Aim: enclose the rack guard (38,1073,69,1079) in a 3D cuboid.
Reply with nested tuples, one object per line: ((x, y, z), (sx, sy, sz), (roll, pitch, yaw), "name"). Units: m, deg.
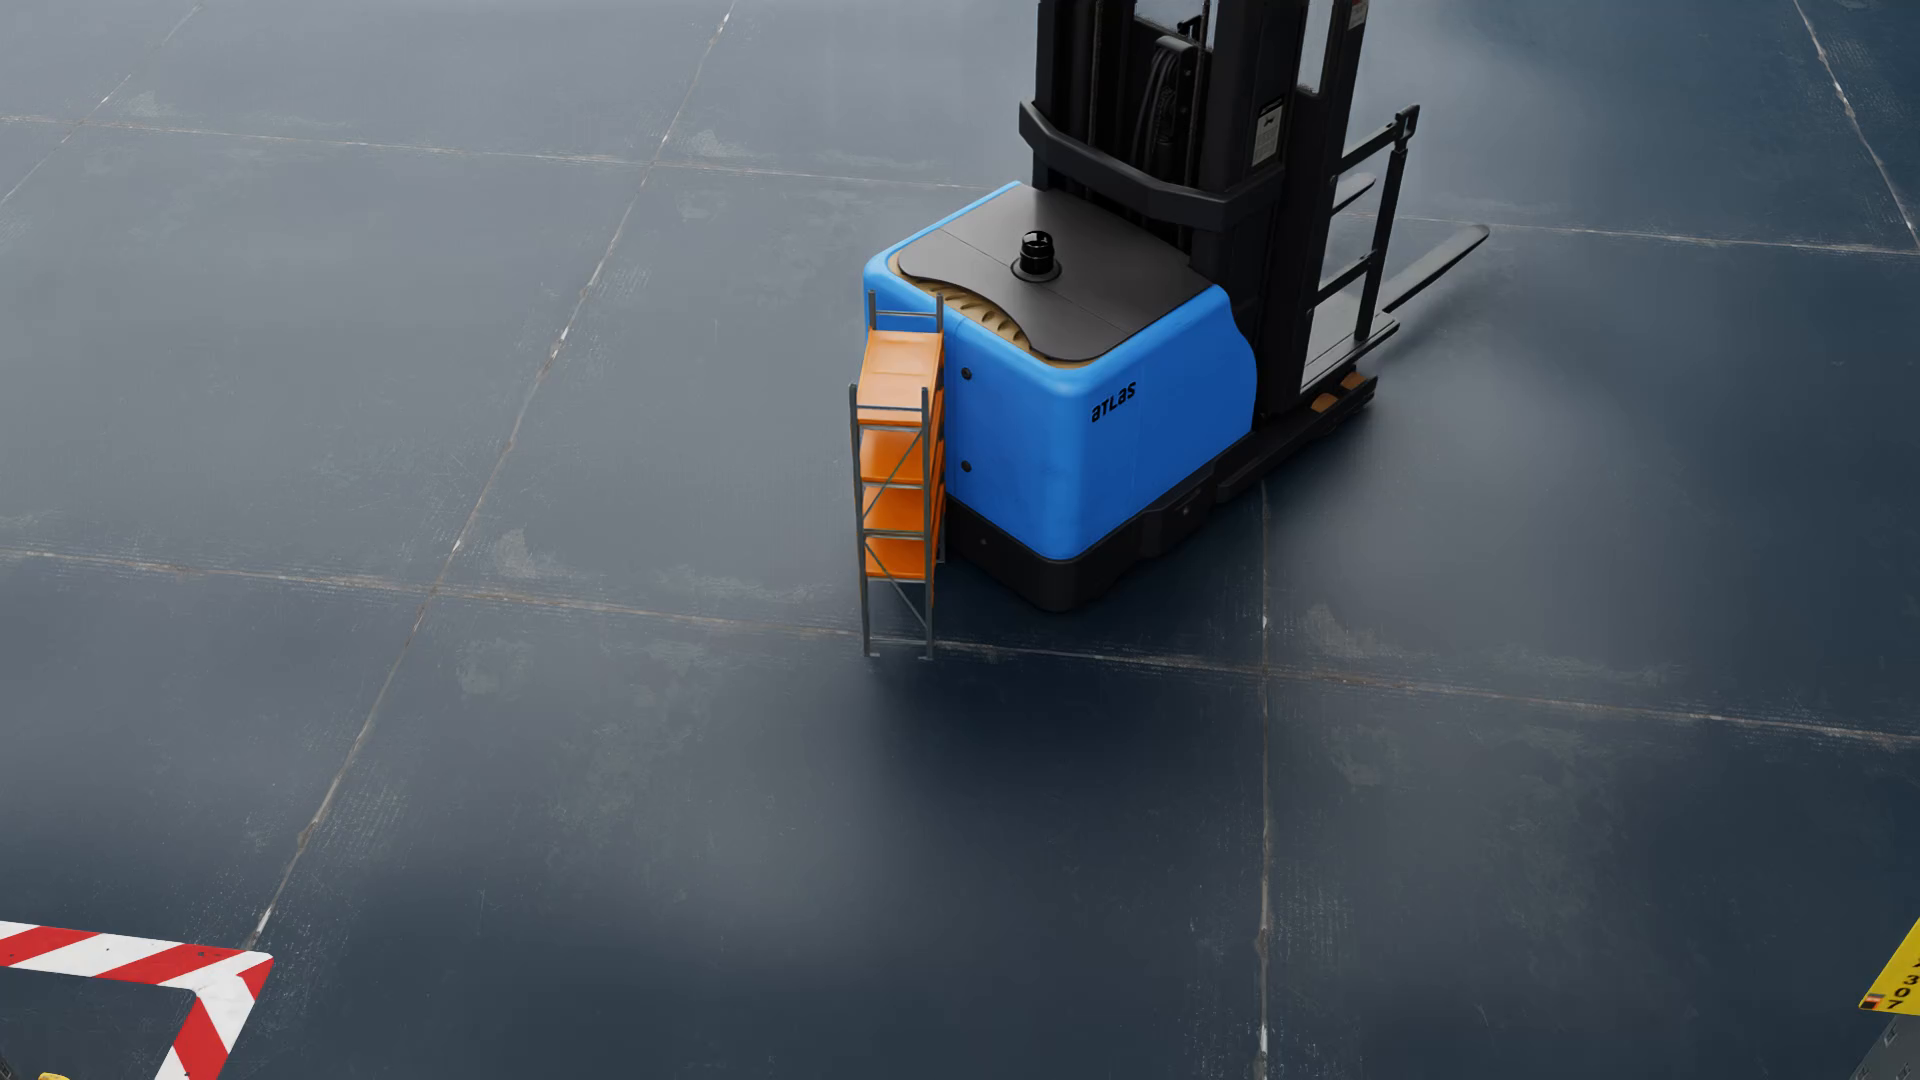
((-2.767, 1.579, 4.219), (1.175, 0.500, 0.348), (5, 44, 6), "rack guard")

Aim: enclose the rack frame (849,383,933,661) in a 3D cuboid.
((-0.214, -0.024, 5.403), (0.240, 1.200, 0.015), (3, 44, 3), "rack frame")

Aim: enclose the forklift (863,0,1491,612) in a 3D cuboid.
((1.050, -1.716, 5.930), (3.031, 2.935, 1.130), (-34, 53, -31), "forklift")

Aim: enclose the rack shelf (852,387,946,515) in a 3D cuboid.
((-0.194, -0.305, 5.472), (0.258, 0.148, 0.480), (3, 44, 3), "rack shelf")

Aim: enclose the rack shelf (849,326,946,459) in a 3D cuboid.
((-0.194, -0.477, 5.310), (0.258, 0.148, 0.480), (3, 44, 3), "rack shelf")

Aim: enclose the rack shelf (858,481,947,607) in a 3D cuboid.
((-0.194, 0.001, 5.762), (0.258, 0.148, 0.480), (3, 44, 3), "rack shelf")

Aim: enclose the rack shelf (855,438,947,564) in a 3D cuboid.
((-0.194, -0.143, 5.626), (0.258, 0.148, 0.480), (3, 44, 3), "rack shelf")

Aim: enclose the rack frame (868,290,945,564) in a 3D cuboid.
((-0.174, -0.359, 5.756), (0.240, 1.200, 0.015), (3, 44, 3), "rack frame")

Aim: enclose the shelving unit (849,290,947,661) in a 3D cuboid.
((-0.194, -0.192, 5.580), (0.258, 1.200, 0.503), (3, 44, 3), "shelving unit")

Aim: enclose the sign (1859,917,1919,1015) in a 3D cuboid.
((1.556, 0.671, 2.673), (0.100, 0.325, 0.005), (5, 44, 6), "sign")
